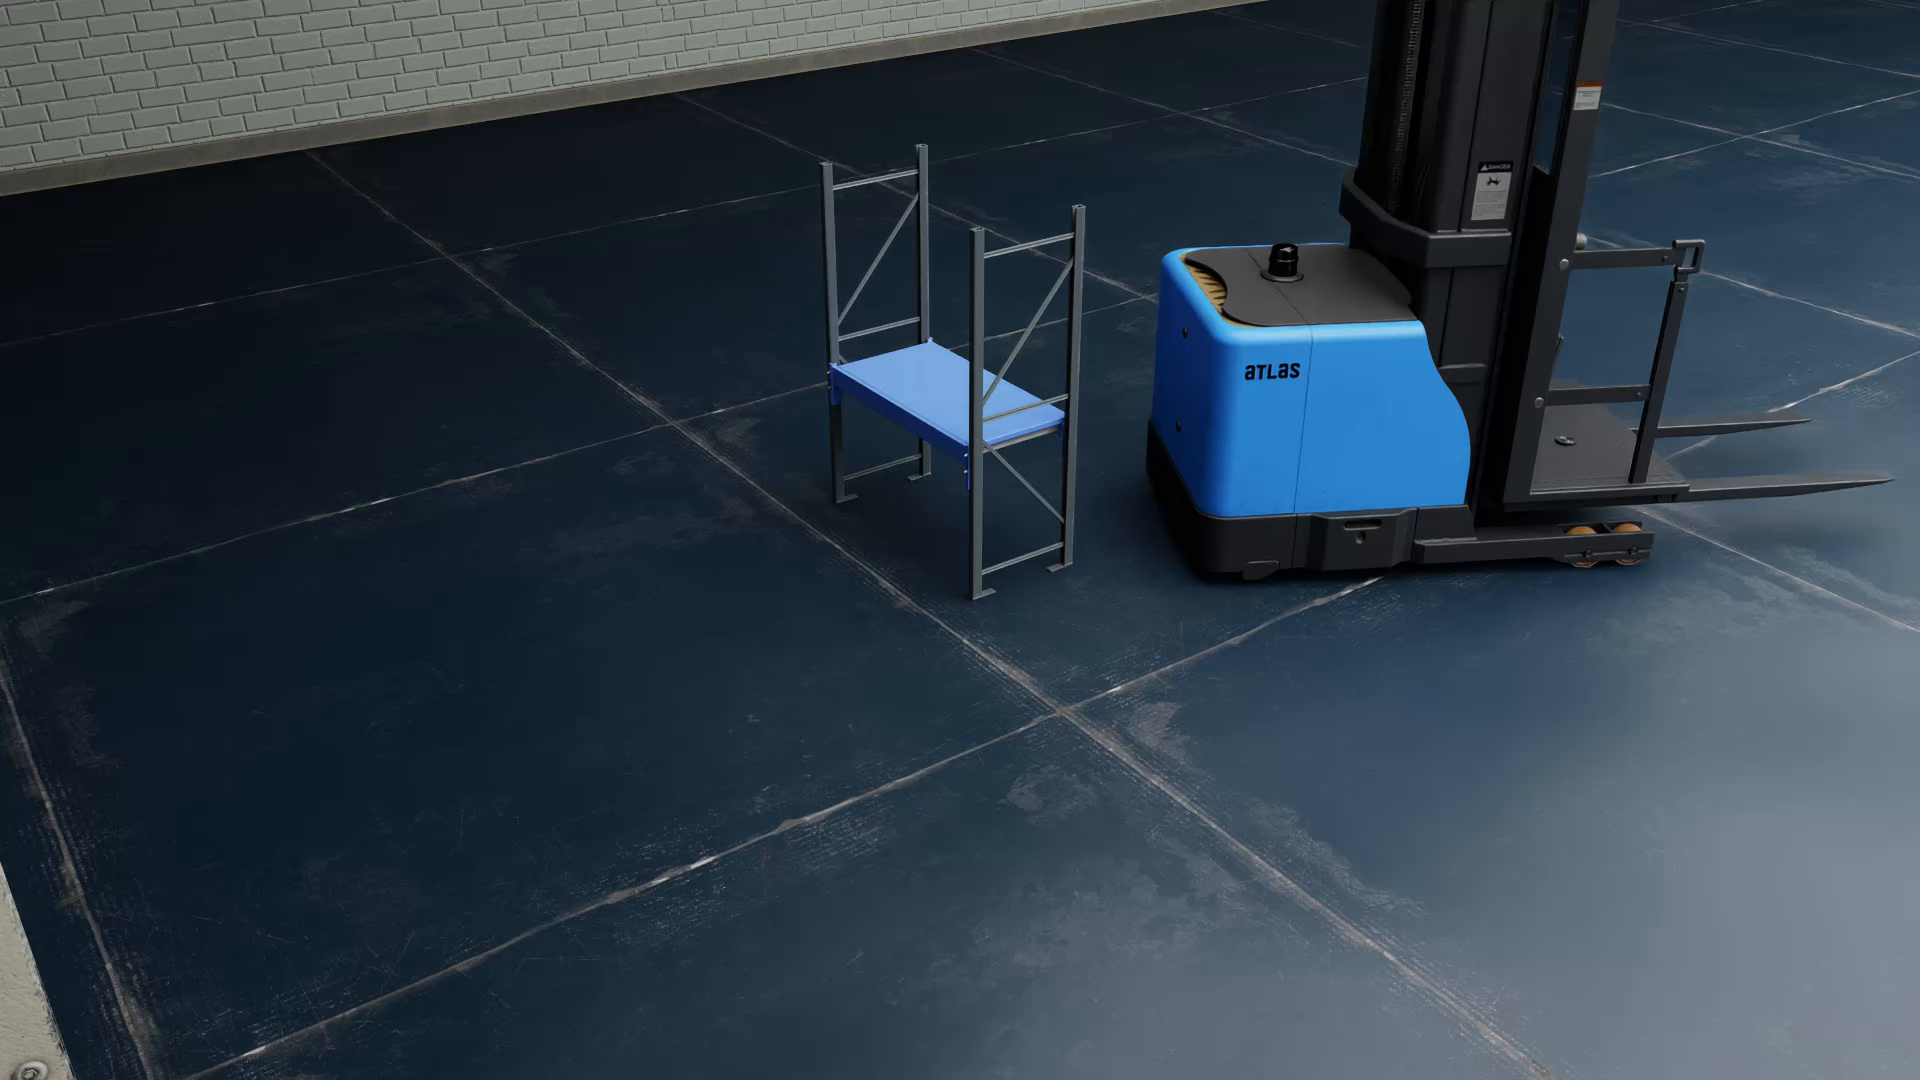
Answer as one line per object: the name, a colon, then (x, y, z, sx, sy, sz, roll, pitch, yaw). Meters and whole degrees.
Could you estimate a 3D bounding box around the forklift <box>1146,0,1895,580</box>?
forklift: (2.381, -1.422, 6.514, 3.031, 2.935, 1.130, -3, 29, -6)

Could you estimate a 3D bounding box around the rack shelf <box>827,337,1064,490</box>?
rack shelf: (-0.049, -0.534, 6.756, 0.538, 0.185, 1.000, -19, 34, -31)

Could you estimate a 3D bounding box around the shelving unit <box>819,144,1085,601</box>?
shelving unit: (-0.049, -0.692, 6.670, 0.538, 1.500, 1.048, -19, 34, -31)

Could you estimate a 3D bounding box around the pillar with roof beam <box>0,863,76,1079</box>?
pillar with roof beam: (1.161, -3.622, 4.207, 9.100, 9.000, 0.400, -19, 34, -31)

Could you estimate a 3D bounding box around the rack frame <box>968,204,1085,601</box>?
rack frame: (0.245, -0.495, 6.306, 0.500, 1.500, 0.032, -19, 34, -31)

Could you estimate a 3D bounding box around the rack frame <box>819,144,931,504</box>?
rack frame: (-0.344, -0.890, 7.034, 0.500, 1.500, 0.032, -19, 34, -31)
